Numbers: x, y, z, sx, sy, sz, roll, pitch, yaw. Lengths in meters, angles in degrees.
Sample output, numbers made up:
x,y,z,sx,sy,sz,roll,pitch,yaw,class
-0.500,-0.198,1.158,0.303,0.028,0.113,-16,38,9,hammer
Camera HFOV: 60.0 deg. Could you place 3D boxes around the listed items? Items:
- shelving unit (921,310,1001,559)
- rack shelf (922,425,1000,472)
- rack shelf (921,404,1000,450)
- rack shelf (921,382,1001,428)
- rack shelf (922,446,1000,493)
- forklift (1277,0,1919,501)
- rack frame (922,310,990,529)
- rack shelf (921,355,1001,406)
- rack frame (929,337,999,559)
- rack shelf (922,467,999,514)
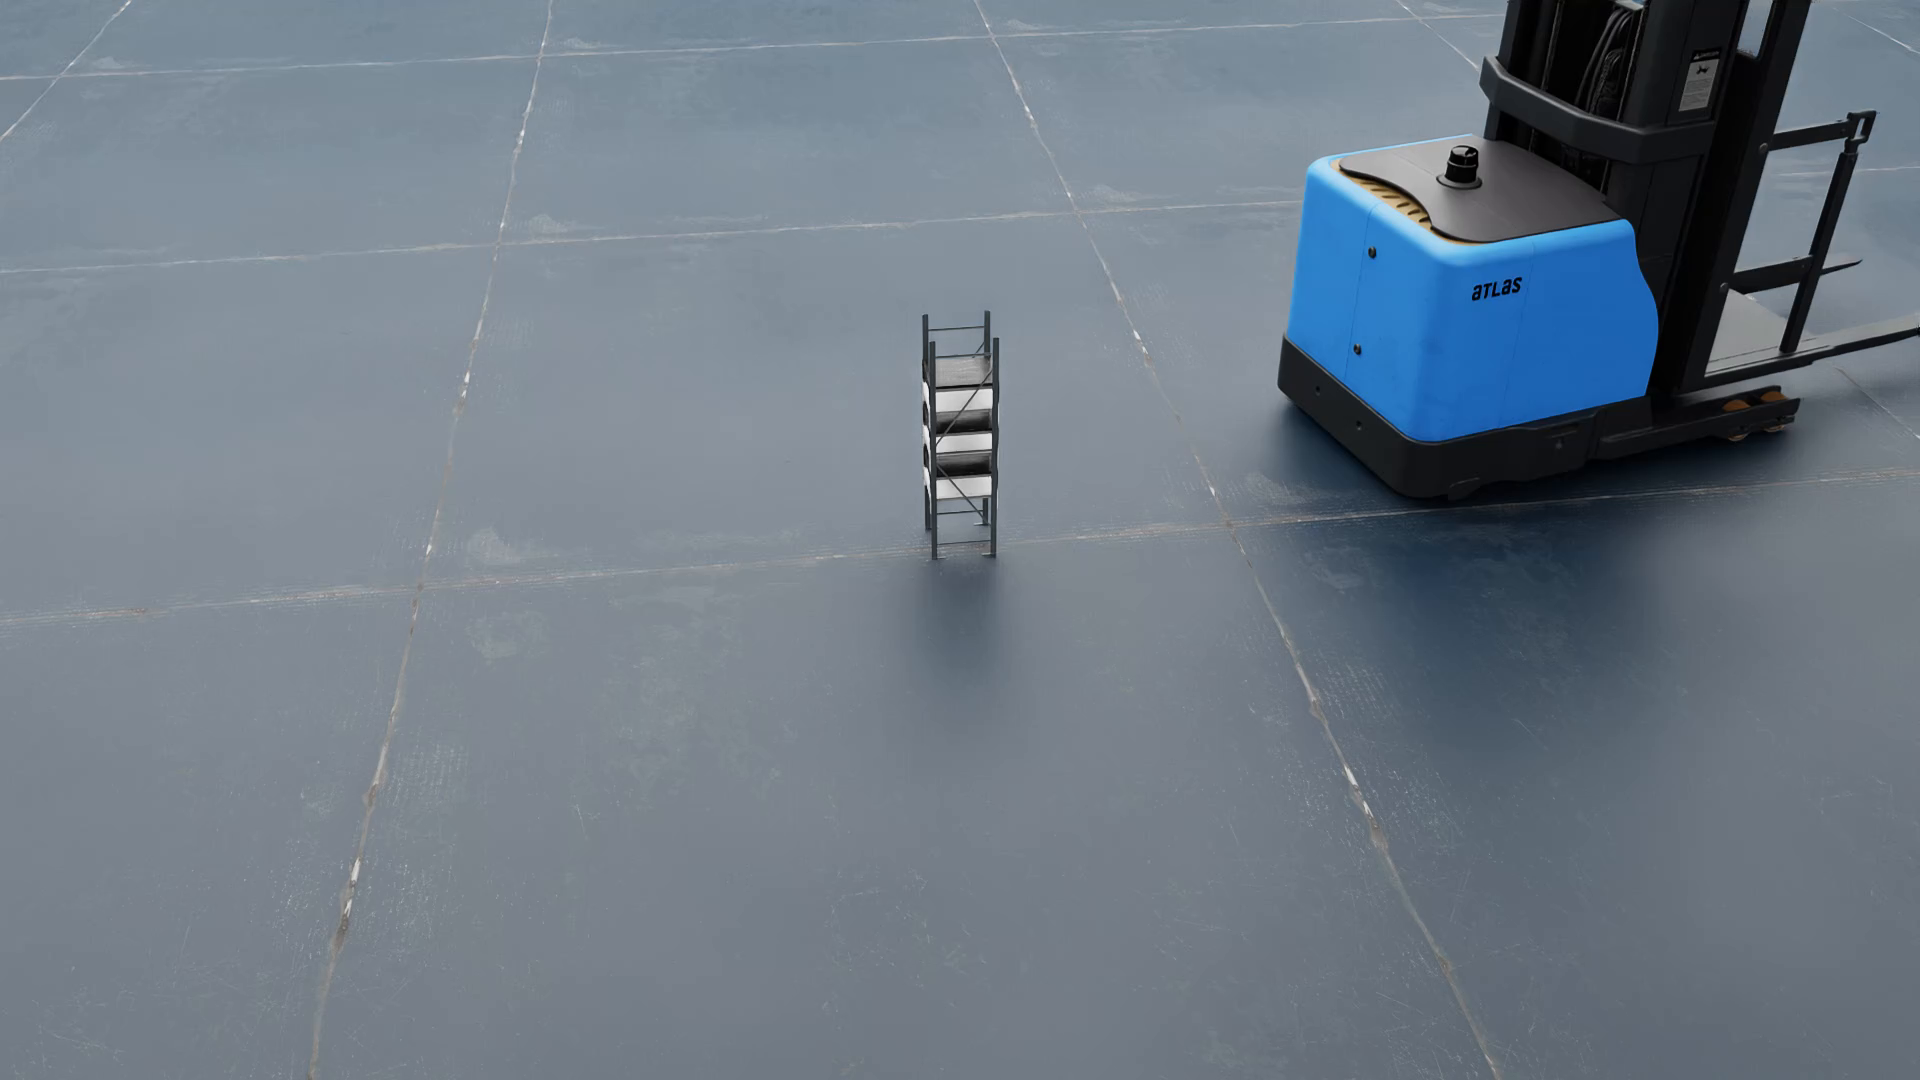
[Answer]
x,y,z,sx,sy,sz,roll,pitch,yaw,class
0.001,-0.367,5.990,0.258,0.900,0.210,-4,35,-6,shelving unit
0.001,-0.340,6.009,0.258,0.077,0.200,-4,35,-6,rack shelf
0.001,-0.414,5.958,0.258,0.077,0.200,-4,35,-6,rack shelf
0.001,-0.489,5.907,0.258,0.077,0.200,-4,35,-6,rack shelf
0.001,-0.265,6.059,0.258,0.077,0.200,-4,35,-6,rack shelf
2.922,-1.882,6.409,3.031,2.935,1.130,-13,36,-18,forklift
-0.013,-0.424,6.073,0.240,0.900,0.006,-4,35,-6,rack frame
0.001,-0.563,5.857,0.258,0.077,0.200,-4,35,-6,rack shelf
0.015,-0.311,5.907,0.240,0.900,0.006,-4,35,-6,rack frame
0.001,-0.191,6.110,0.258,0.077,0.200,-4,35,-6,rack shelf
